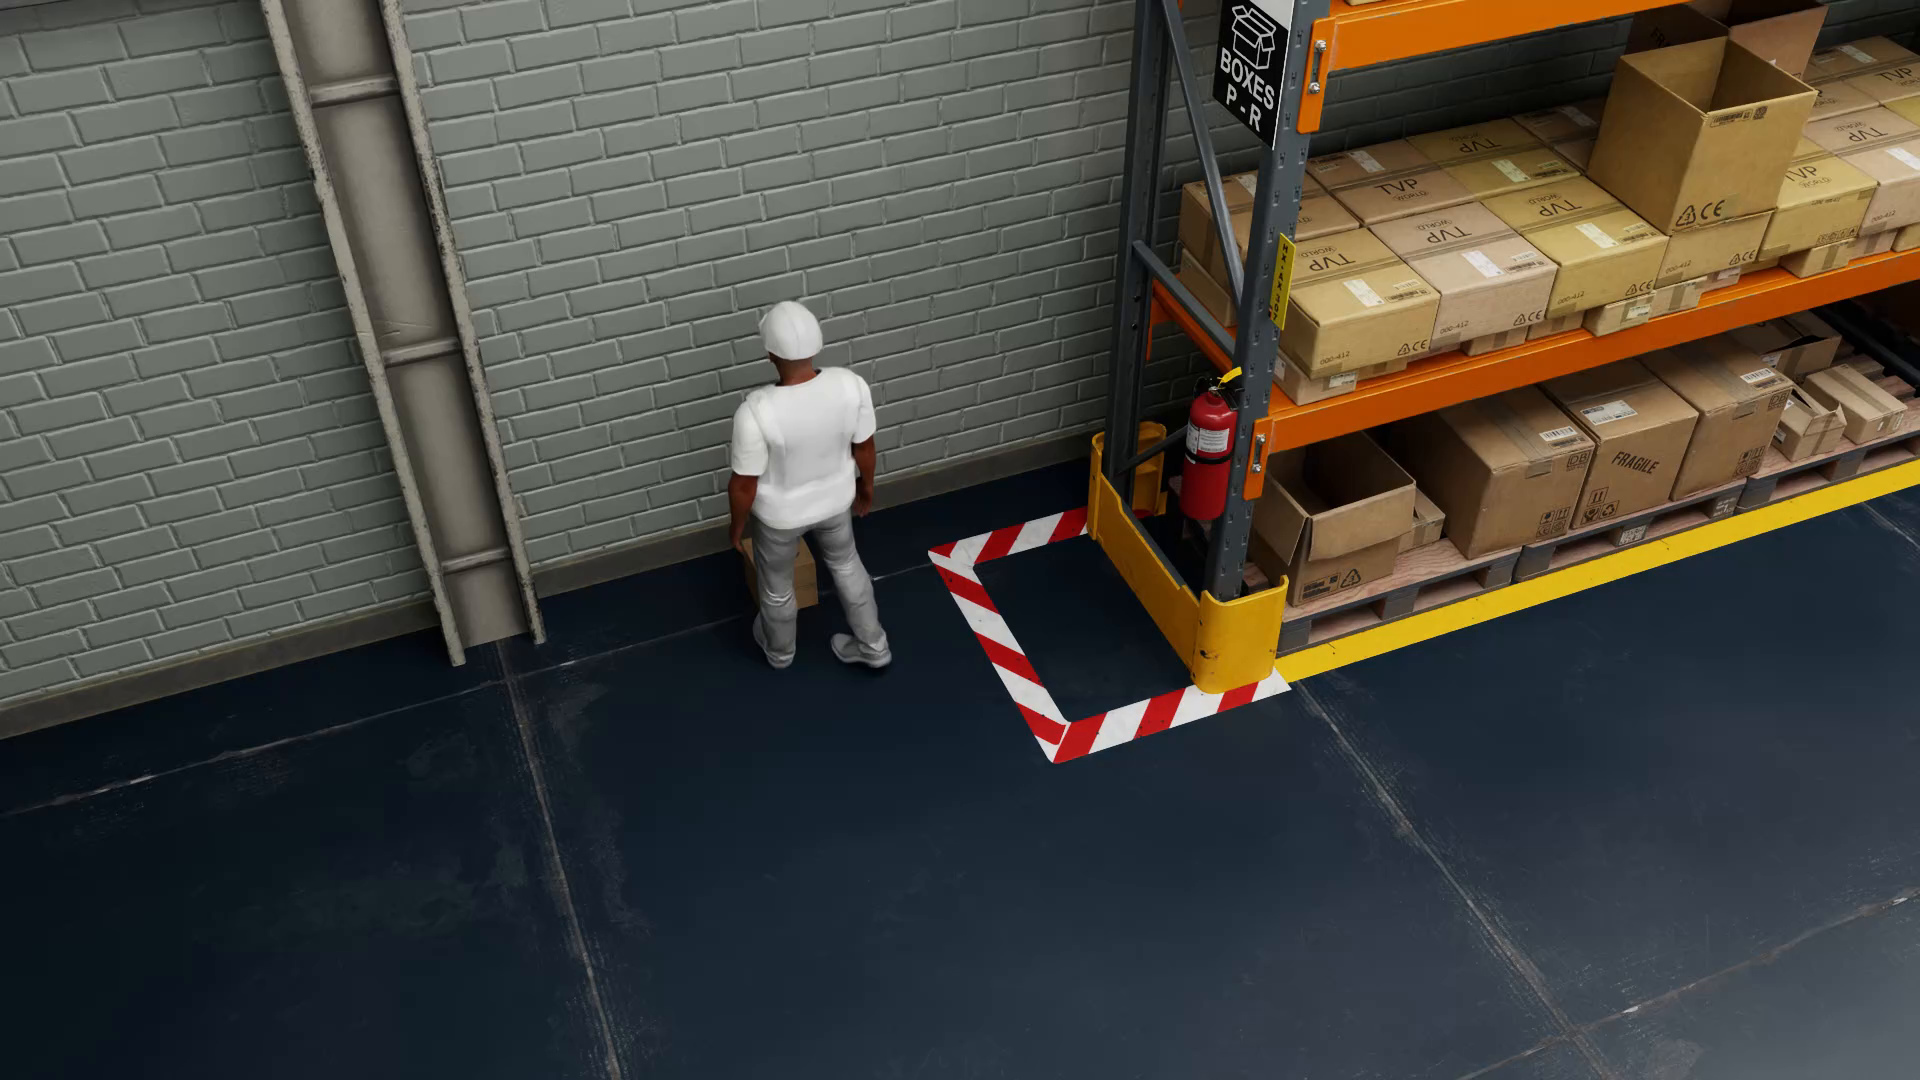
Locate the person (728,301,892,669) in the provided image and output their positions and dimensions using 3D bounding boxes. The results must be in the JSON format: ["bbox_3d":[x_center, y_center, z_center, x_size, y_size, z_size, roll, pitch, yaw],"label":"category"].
[{"bbox_3d":[-0.627,-0.184,6.346,0.590,1.768,0.549,-19,45,-21],"label":"person"}]
